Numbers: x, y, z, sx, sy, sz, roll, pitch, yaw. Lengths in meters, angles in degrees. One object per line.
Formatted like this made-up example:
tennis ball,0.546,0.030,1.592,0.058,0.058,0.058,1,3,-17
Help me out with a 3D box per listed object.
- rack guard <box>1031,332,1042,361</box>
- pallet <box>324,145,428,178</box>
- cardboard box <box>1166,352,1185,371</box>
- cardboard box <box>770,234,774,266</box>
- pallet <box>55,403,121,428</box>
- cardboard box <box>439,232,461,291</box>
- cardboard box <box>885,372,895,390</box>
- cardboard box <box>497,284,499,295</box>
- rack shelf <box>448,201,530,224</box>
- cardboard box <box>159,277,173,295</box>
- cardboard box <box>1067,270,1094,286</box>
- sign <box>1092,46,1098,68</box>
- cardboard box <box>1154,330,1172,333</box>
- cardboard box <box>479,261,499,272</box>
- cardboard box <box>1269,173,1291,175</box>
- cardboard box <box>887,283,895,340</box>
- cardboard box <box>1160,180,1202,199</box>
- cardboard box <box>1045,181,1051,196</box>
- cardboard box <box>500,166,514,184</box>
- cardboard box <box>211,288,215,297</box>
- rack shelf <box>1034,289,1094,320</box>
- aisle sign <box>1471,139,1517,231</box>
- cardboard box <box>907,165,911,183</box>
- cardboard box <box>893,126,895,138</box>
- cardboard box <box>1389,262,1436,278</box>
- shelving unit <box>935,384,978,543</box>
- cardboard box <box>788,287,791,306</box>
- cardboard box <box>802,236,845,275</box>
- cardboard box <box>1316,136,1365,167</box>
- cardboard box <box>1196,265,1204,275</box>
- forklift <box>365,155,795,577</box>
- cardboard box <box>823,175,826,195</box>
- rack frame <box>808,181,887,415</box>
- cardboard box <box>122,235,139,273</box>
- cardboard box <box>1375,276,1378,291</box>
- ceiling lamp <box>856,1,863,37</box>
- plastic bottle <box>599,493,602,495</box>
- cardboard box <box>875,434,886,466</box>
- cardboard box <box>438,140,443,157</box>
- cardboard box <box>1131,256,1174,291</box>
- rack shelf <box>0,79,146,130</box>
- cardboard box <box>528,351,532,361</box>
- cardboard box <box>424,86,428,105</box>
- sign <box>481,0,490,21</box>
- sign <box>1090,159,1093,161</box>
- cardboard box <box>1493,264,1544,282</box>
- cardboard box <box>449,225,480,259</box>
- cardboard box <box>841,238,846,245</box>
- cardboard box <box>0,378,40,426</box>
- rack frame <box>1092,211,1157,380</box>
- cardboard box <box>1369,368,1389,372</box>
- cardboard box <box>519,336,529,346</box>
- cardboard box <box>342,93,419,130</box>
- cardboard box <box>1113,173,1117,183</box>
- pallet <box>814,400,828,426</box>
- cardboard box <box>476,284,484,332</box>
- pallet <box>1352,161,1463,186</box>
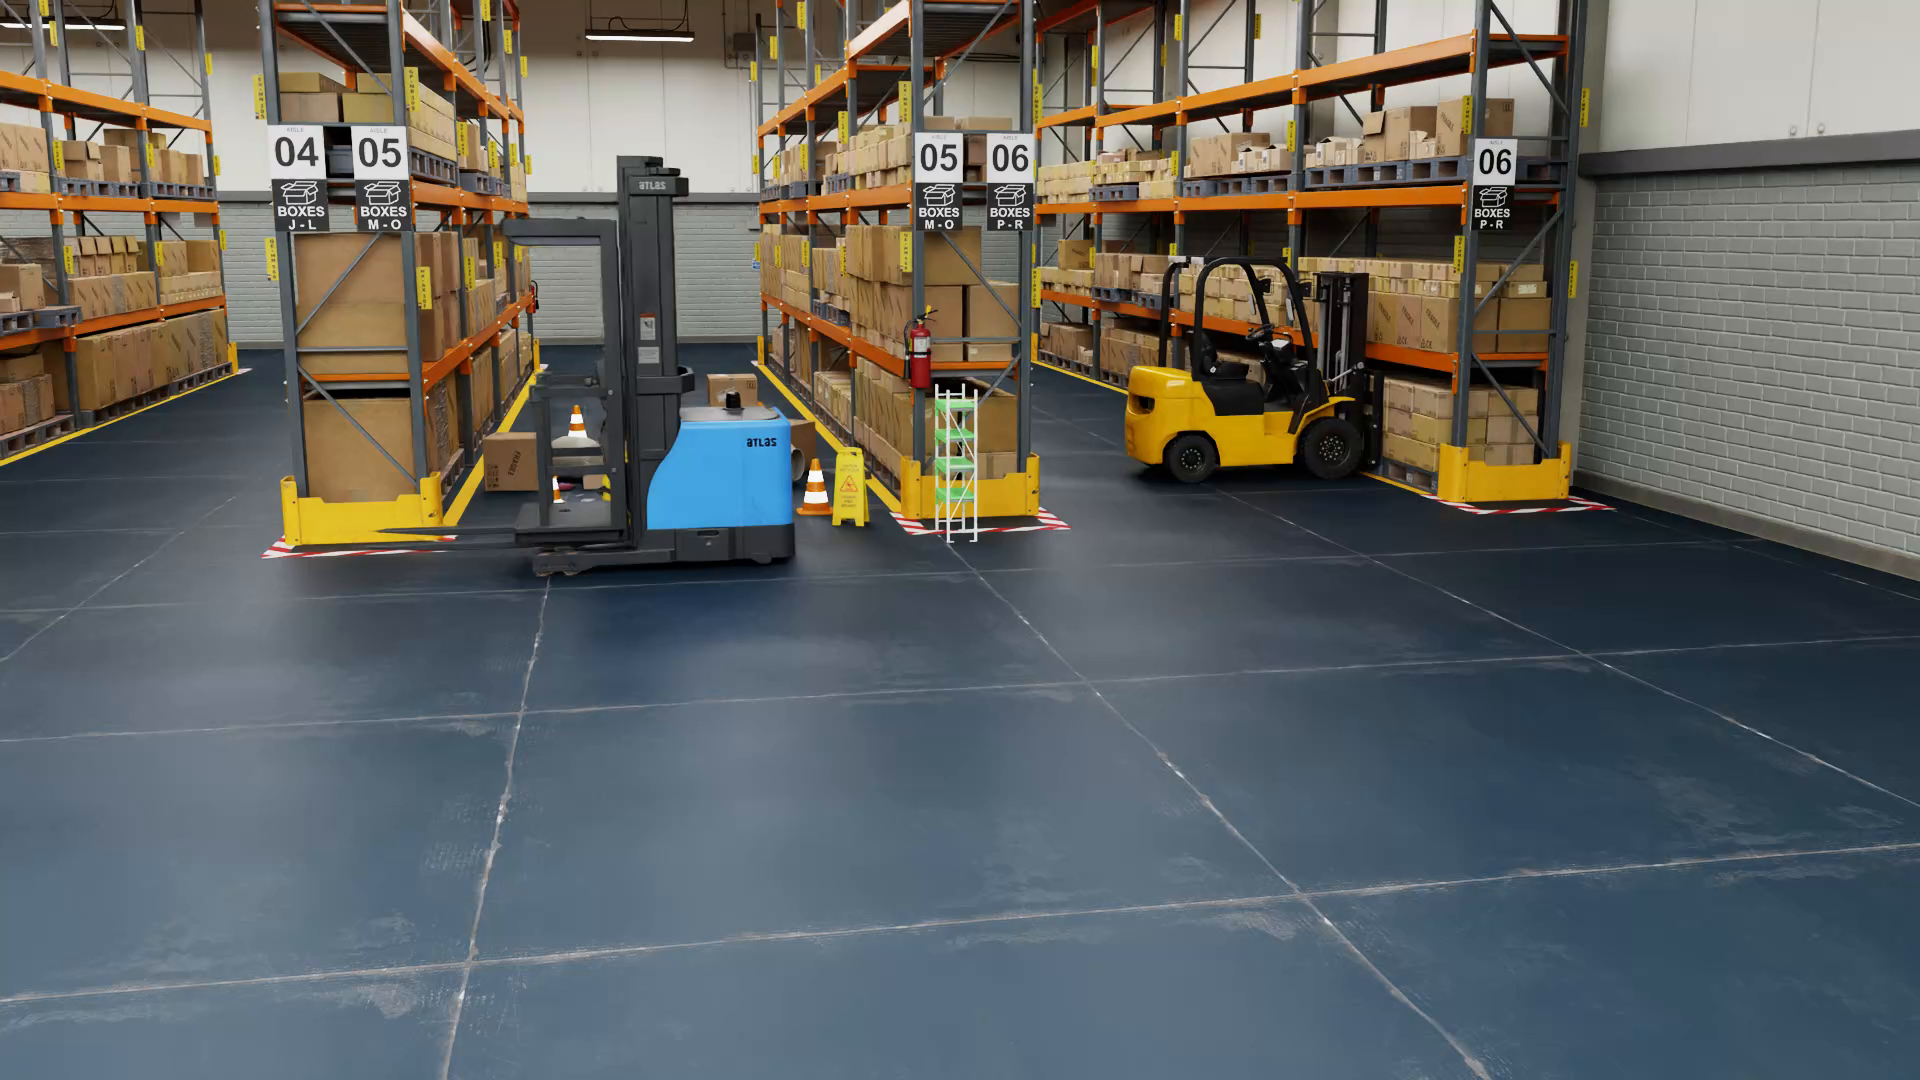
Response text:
rack guard,1.871,-3.559,30.558,1.175,0.500,0.348,-2,11,-11
pallet,-4.890,-3.052,13.425,1.003,0.211,1.213,-2,11,-11
cardboard box,3.119,-2.382,23.250,0.500,0.500,0.500,-2,11,-9
cardboard box,-2.795,-4.689,26.869,0.500,0.500,0.500,-2,11,-10
pallet,-11.256,-1.570,20.878,1.003,0.211,1.213,-2,11,-11
cardboard box,-5.255,-2.659,15.854,0.875,0.550,0.550,-2,11,-11
cardboard box,-0.495,-1.476,15.421,0.380,0.149,0.250,-2,11,-10
cardboard box,-6.490,-3.417,22.676,0.380,0.149,0.250,-2,11,-13
rack shelf,-7.459,-5.174,26.262,1.077,0.370,4.000,-2,11,-11
cardboard box,-11.789,-3.694,24.187,0.500,0.250,0.500,-2,11,-12
cardboard box,2.100,-4.408,27.936,0.500,0.250,0.500,-2,11,-11
sign,2.098,-7.496,25.802,0.100,0.325,0.005,-2,11,-11
cardboard box,3.177,-3.116,25.375,0.380,0.149,0.250,-2,11,-9
cardboard box,-6.547,-3.757,22.871,0.380,0.149,0.250,-3,11,-14
cardboard box,3.901,-4.560,20.344,0.380,0.166,0.250,-2,11,-11
cardboard box,-0.369,-2.062,14.944,0.500,0.500,0.500,-2,11,-11
cardboard box,3.074,-4.819,22.870,0.500,0.250,0.500,-2,11,-13
cardboard box,1.794,-6.163,29.138,0.500,0.250,0.500,-2,11,-10
cardboard box,-6.928,-5.430,24.744,0.500,0.250,0.500,-2,11,-9
cardboard box,-12.240,-3.989,26.802,0.380,0.149,0.250,-2,11,-11
rack shelf,2.245,-4.081,28.538,1.077,0.370,4.000,-2,11,-11
aisle sign,4.693,-3.121,14.617,0.394,0.787,0.004,-2,11,-11
cardboard box,-0.244,-3.091,14.061,0.380,0.149,0.250,-2,11,-11
cardboard box,-0.400,-3.716,15.213,0.380,0.149,0.250,-2,11,-13
cardboard box,4.401,-2.622,16.150,0.380,0.149,0.250,-2,11,-10
shelving unit,-0.032,-0.620,13.244,0.258,1.200,0.503,-2,11,-11
cardboard box,-2.221,-3.533,24.136,0.500,0.250,0.500,-2,11,-11
cardboard box,-1.813,-3.778,22.082,0.500,0.500,0.500,-2,11,-13
cardboard box,4.113,-4.124,17.665,0.500,0.311,0.500,-2,11,-10
cardboard box,3.314,-3.537,21.756,0.380,0.149,0.250,-2,11,-9
forklift,-2.785,-1.287,12.121,3.031,2.935,1.130,-2,11,-11
cardboard box,-1.512,-4.449,20.887,0.396,0.266,0.258,-2,11,-11
rack frame,-1.456,-3.152,21.737,1.000,3.000,0.127,-2,11,-11
cardboard box,-11.822,-3.951,22.981,0.797,0.503,0.637,-2,11,-12
cardboard box,4.392,-2.571,16.680,0.380,0.149,0.250,-2,11,-11
ceiling lamp,-0.949,-11.022,31.429,2.000,3.185,0.800,-2,11,-11
plastic bottle,-3.266,-0.447,15.383,0.133,0.061,0.283,-6,13,-31
cardboard box,-0.521,-0.870,15.977,0.500,0.250,0.500,-3,11,-13
cardboard box,-4.880,-3.537,15.017,0.380,0.149,0.250,-2,11,-12
cardboard box,2.913,-3.883,24.177,0.797,0.503,0.637,-2,11,-12
rack shelf,-11.566,-5.556,21.314,1.077,0.370,4.000,-2,11,-11
cardboard box,-7.391,-3.095,27.934,0.380,0.149,0.250,-2,11,-9
cardboard box,-4.685,-3.743,13.967,0.380,0.149,0.250,-2,11,-12
sign,-5.748,-6.458,20.140,0.100,0.325,0.005,-2,11,-11
sign,2.405,-6.726,30.121,0.100,0.325,0.005,-2,11,-11
cardboard box,5.112,-2.450,15.247,0.380,0.149,0.250,-2,11,-12
cardboard box,-7.426,-4.450,24.819,0.500,0.500,0.500,-3,11,-13
cardboard box,-1.136,-3.341,18.809,0.380,0.149,0.250,-2,11,-13
cardboard box,-10.906,-1.557,18.862,0.700,0.500,0.500,-3,11,-16
rack frame,2.634,-4.067,26.543,1.000,3.000,0.127,-2,11,-11
cardboard box,4.174,-1.662,17.461,0.500,0.250,0.500,-2,11,-9
cardboard box,-7.234,-3.243,27.124,0.380,0.149,0.250,-2,11,-9
cardboard box,-4.578,-3.386,13.156,0.500,0.250,0.500,-2,11,-11
cardboard box,2.503,-5.416,24.890,0.380,0.149,0.250,-2,11,-12
pallet,-1.305,-1.639,21.244,1.003,0.211,1.213,-2,11,-11
cardboard box,-5.546,-2.560,18.357,0.500,0.500,0.500,-2,11,-11
pallet,4.615,-3.651,16.572,1.003,0.211,1.213,-2,11,-11
